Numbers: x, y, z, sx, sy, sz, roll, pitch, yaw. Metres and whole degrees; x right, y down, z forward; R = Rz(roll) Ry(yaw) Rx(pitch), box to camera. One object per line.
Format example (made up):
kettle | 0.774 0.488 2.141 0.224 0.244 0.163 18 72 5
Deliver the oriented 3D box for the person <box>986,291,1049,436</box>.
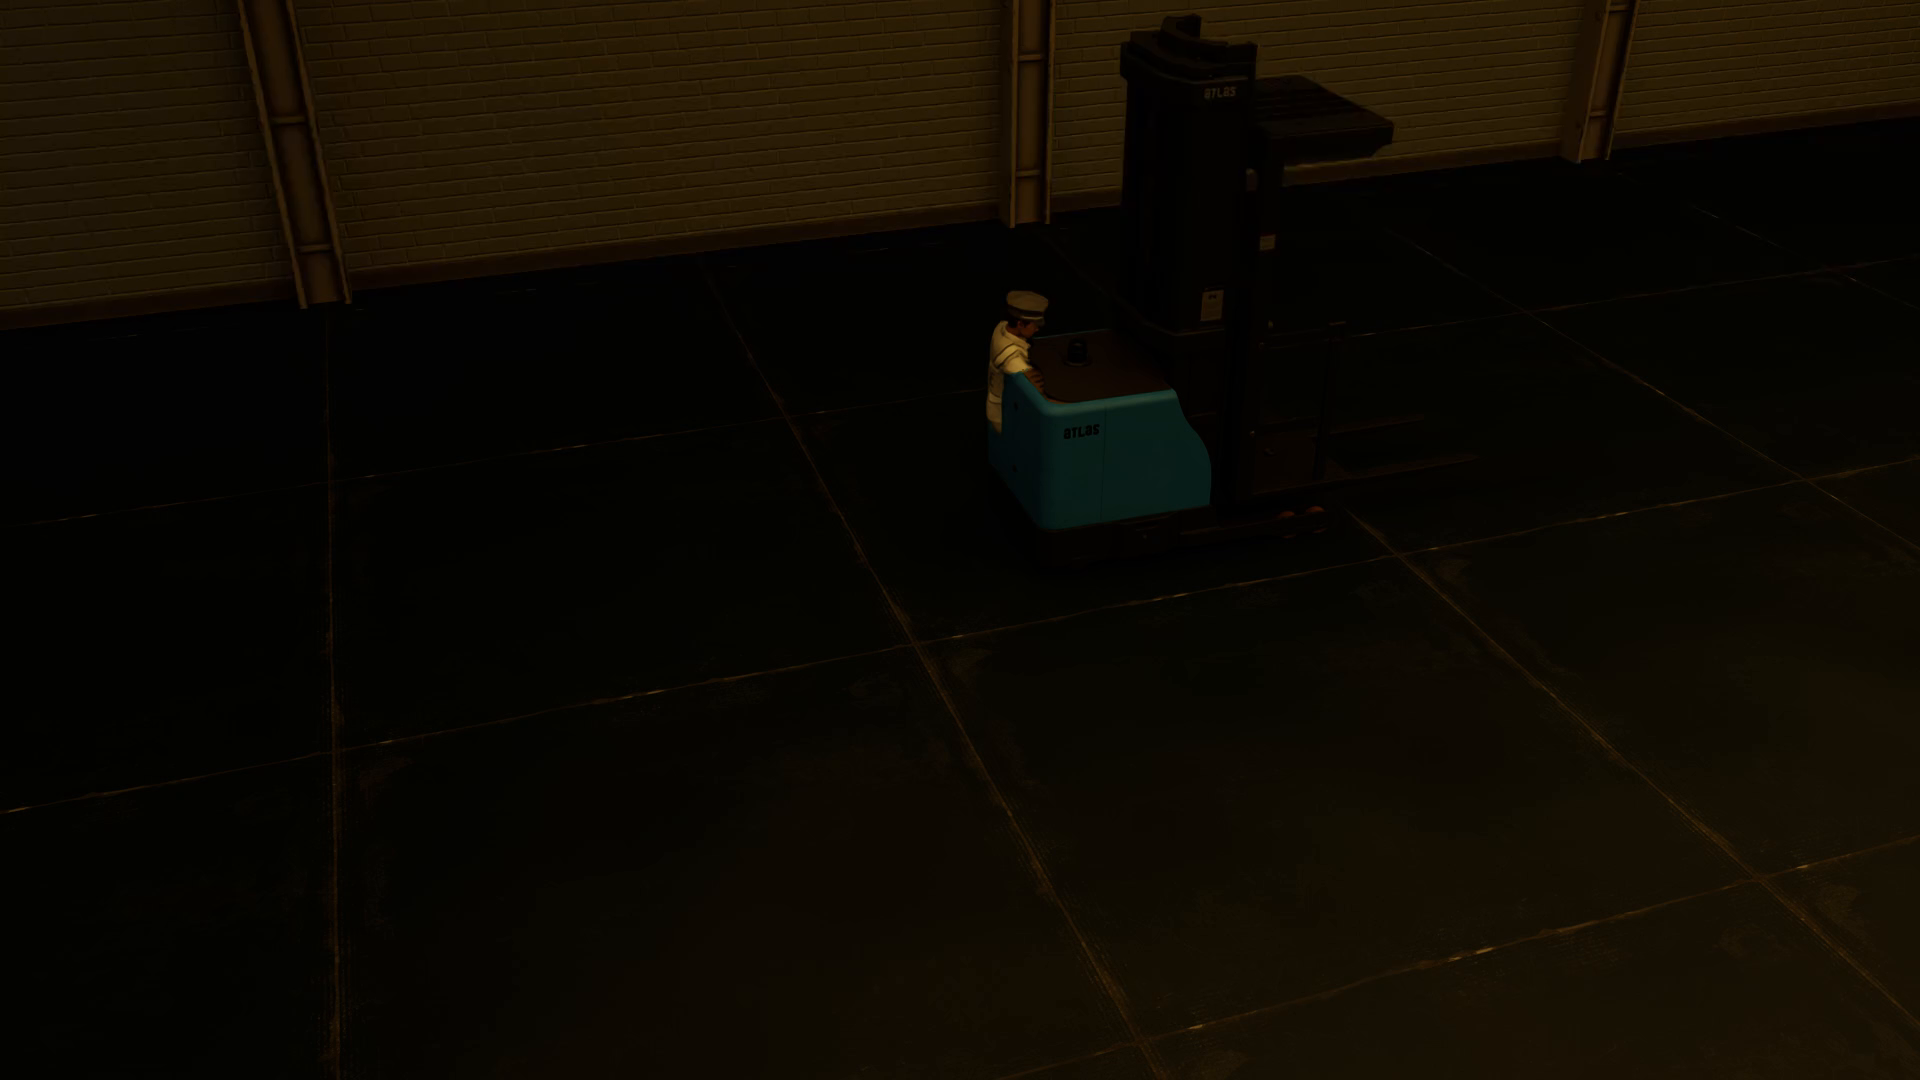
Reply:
person | 0.511 -0.798 9.935 0.705 1.463 0.857 0 30 1

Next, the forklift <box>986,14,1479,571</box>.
forklift | 1.735 -1.519 9.727 3.031 2.935 1.130 -9 31 -16
